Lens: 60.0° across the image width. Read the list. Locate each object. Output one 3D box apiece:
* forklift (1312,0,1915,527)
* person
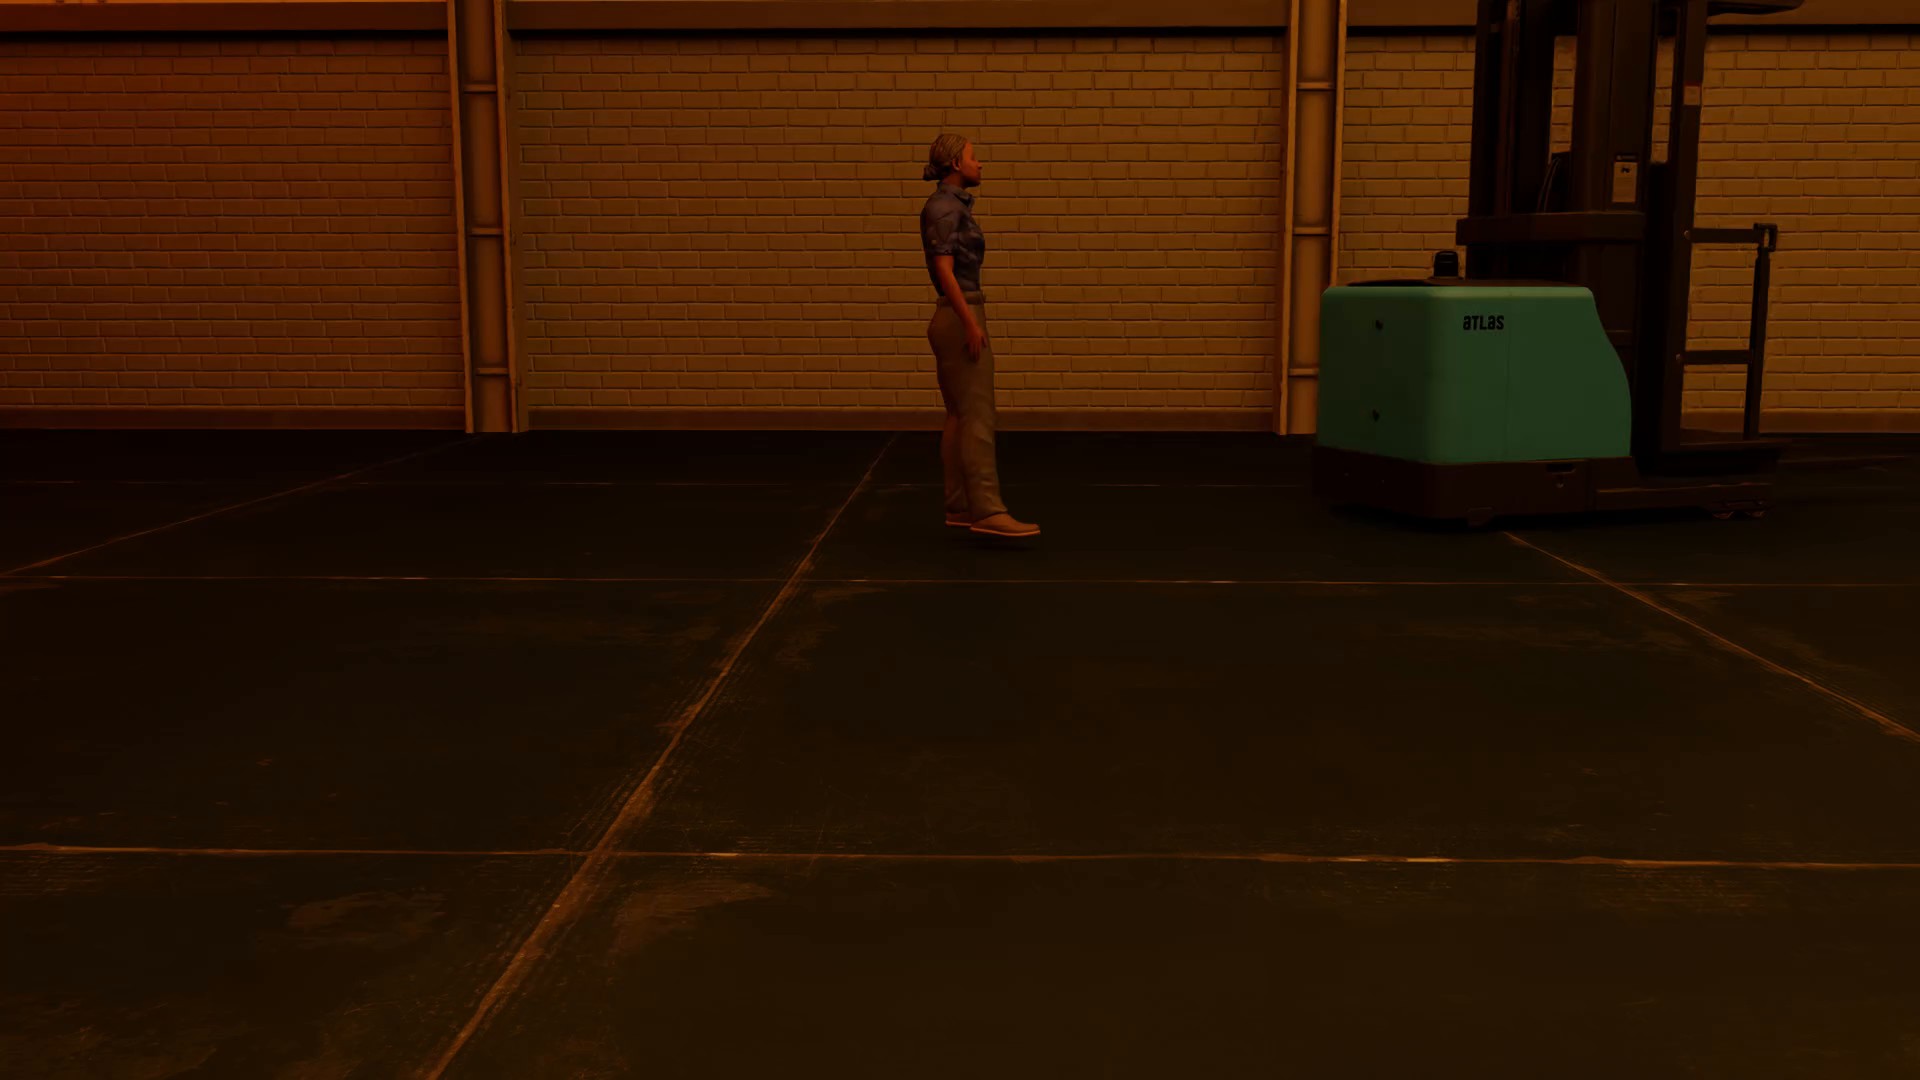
[{"bbox_3d":[3.294,-1.618,8.014,3.031,2.935,1.130,-3,9,-20],"label":"forklift"},{"bbox_3d":[0.087,-0.862,6.973,0.503,1.656,0.569,0,9,1],"label":"person"}]
